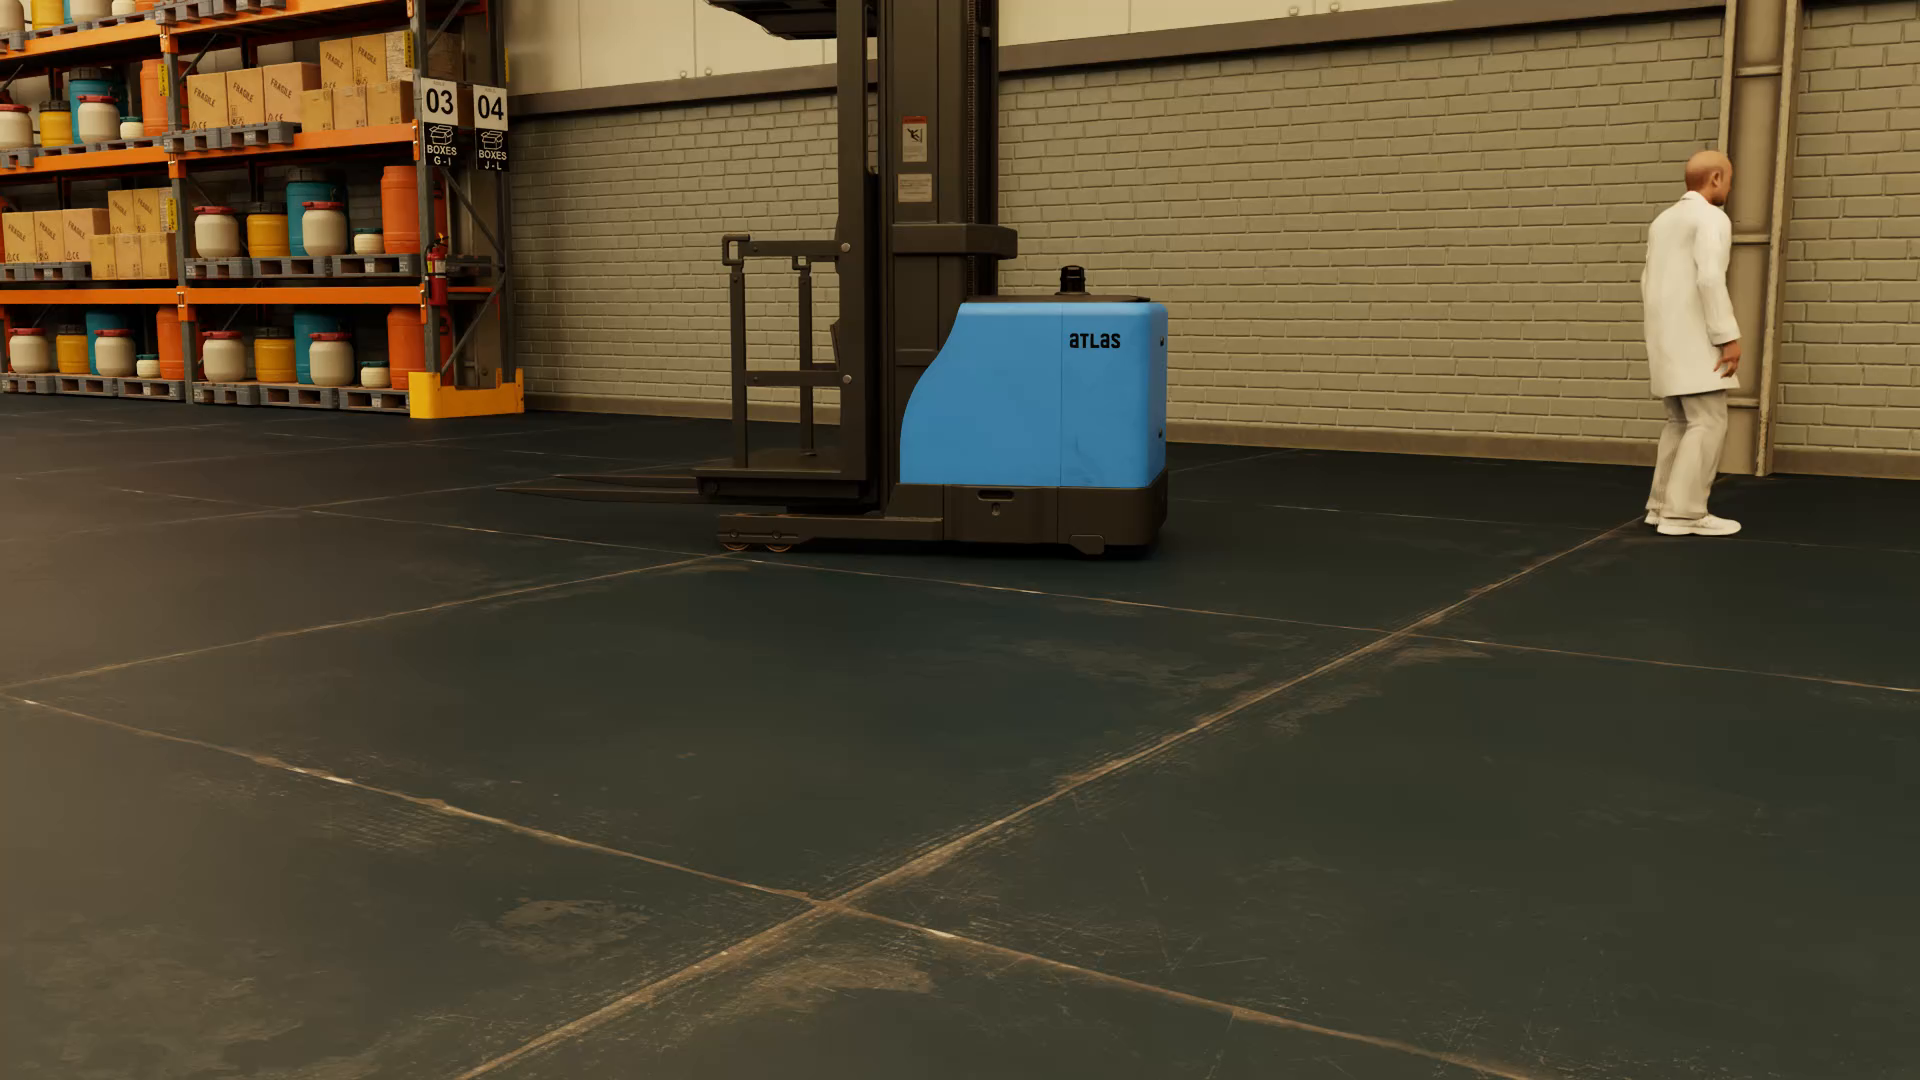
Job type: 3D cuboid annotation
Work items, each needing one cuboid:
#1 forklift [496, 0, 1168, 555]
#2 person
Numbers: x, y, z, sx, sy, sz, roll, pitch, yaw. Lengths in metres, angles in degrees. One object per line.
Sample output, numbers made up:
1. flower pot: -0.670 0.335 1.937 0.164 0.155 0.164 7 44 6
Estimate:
1. forklift: -0.596 -1.469 7.520 3.031 2.935 1.130 2 8 12
2. person: 3.461 -0.916 7.794 0.465 1.781 0.653 -1 8 -4
